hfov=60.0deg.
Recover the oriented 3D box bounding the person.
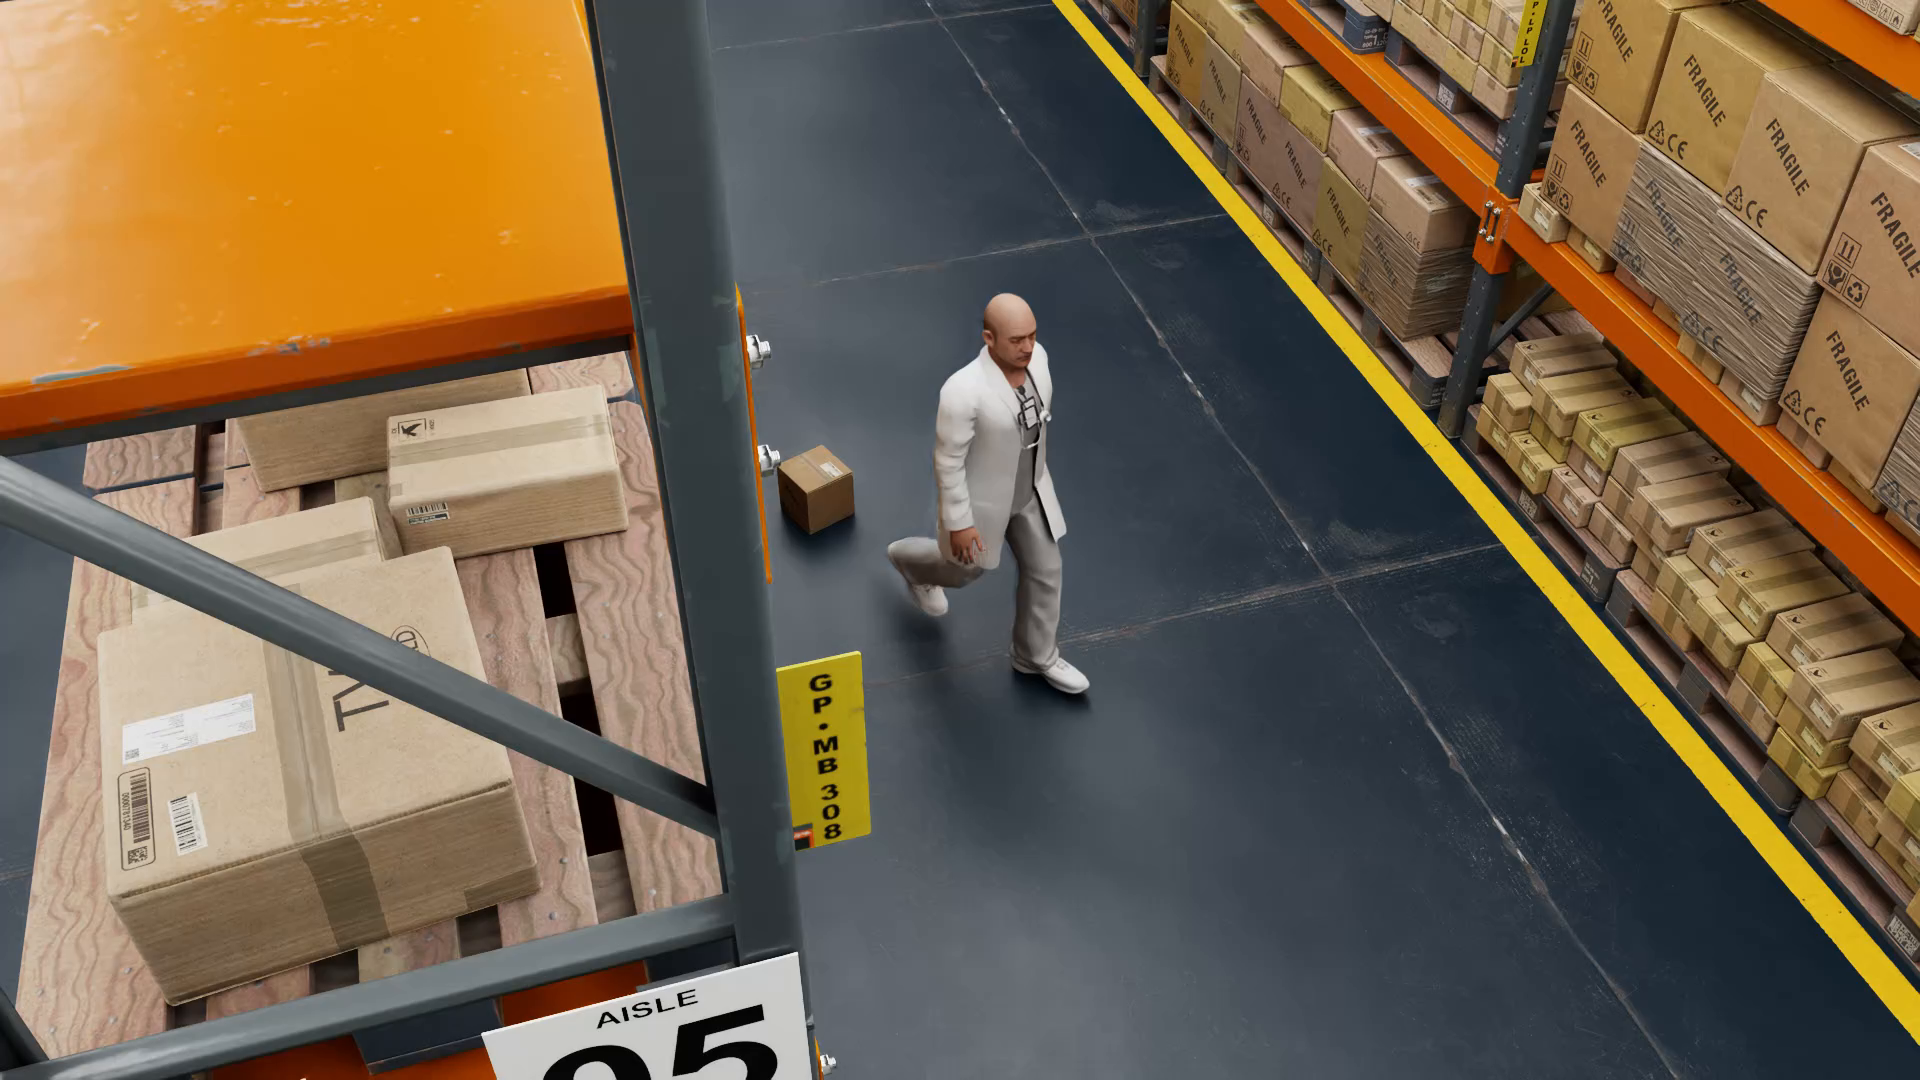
[{"bbox_3d":[0.092,-0.215,6.408,0.604,1.743,1.037,-32,50,-30],"label":"person"}]
